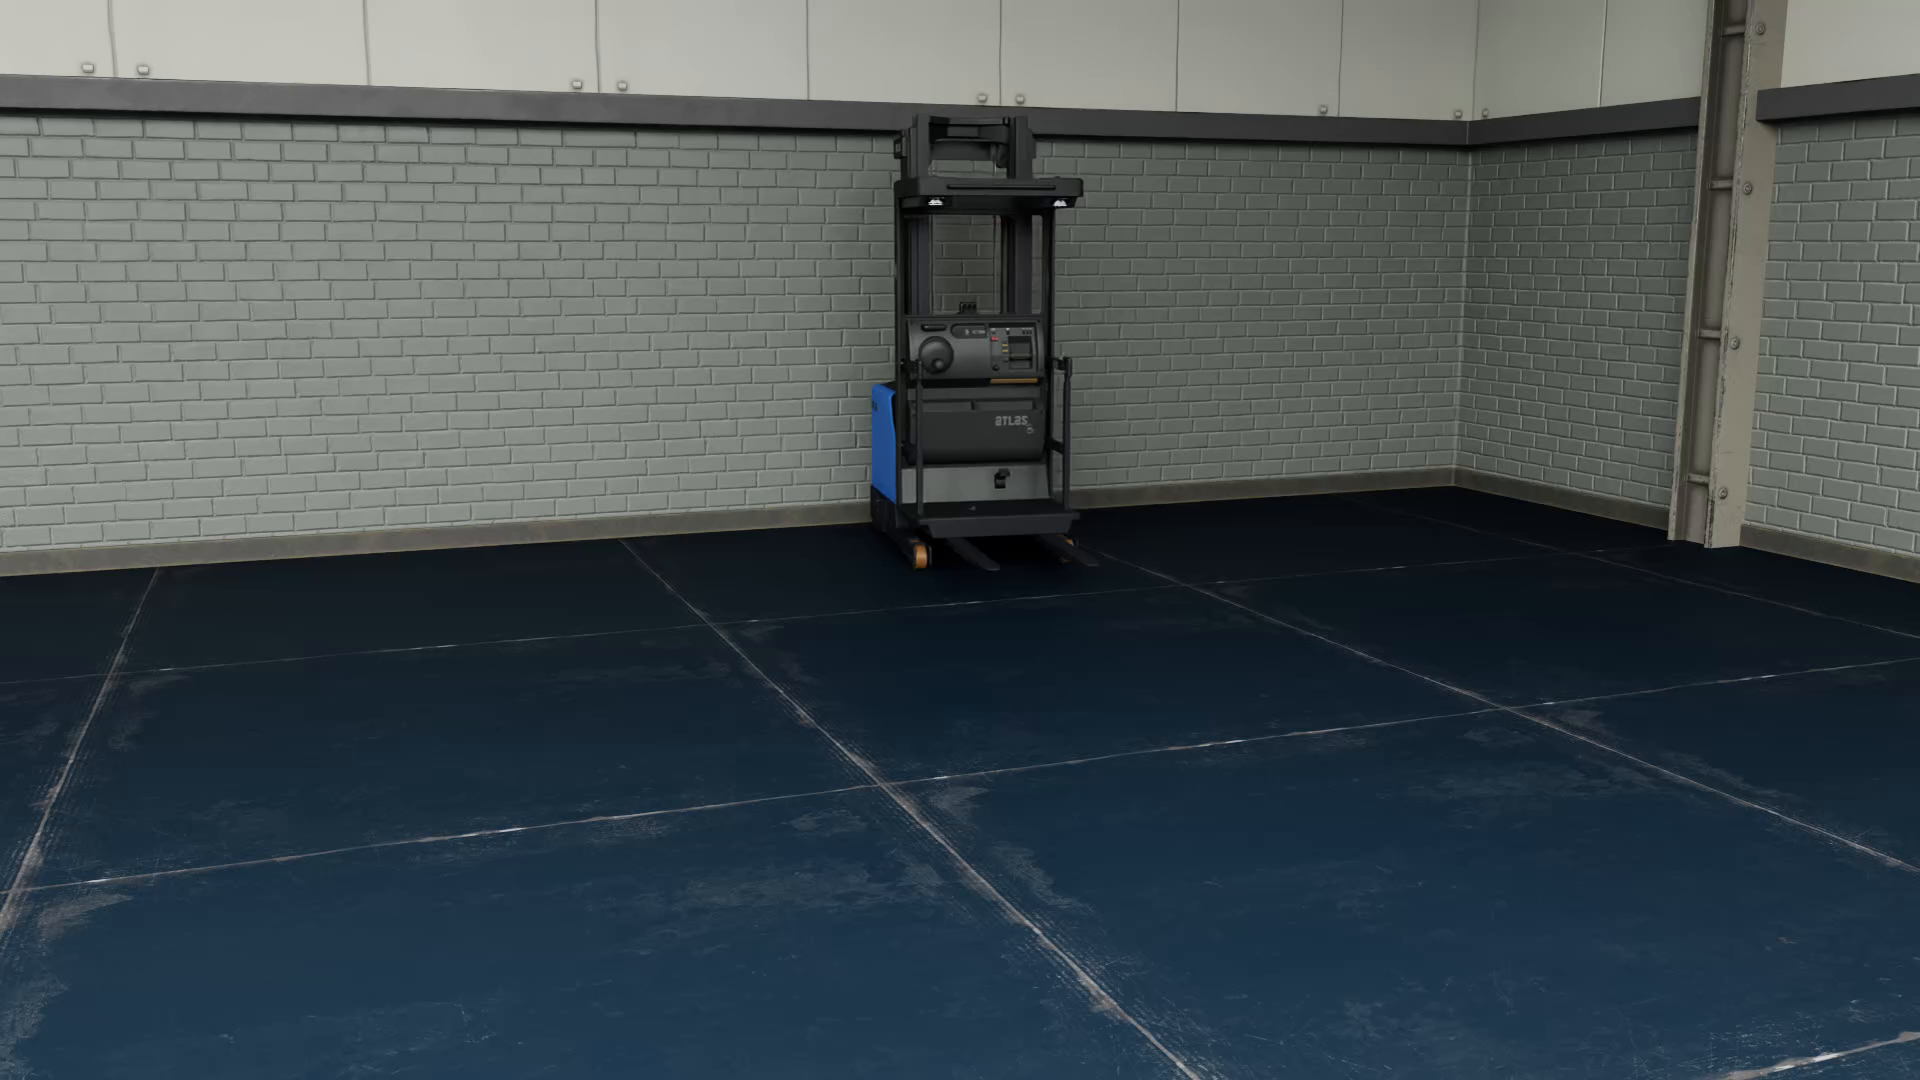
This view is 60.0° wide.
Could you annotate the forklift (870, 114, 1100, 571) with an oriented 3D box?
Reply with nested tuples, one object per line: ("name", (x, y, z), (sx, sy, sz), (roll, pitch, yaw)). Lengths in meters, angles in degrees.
("forklift", (0.158, -1.322, 10.982), (1.130, 2.935, 3.031), (-2, 10, -13))

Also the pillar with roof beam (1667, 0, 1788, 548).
("pillar with roof beam", (1.287, -4.142, 9.512), (9.100, 9.000, 0.400), (-4, 11, -21))
